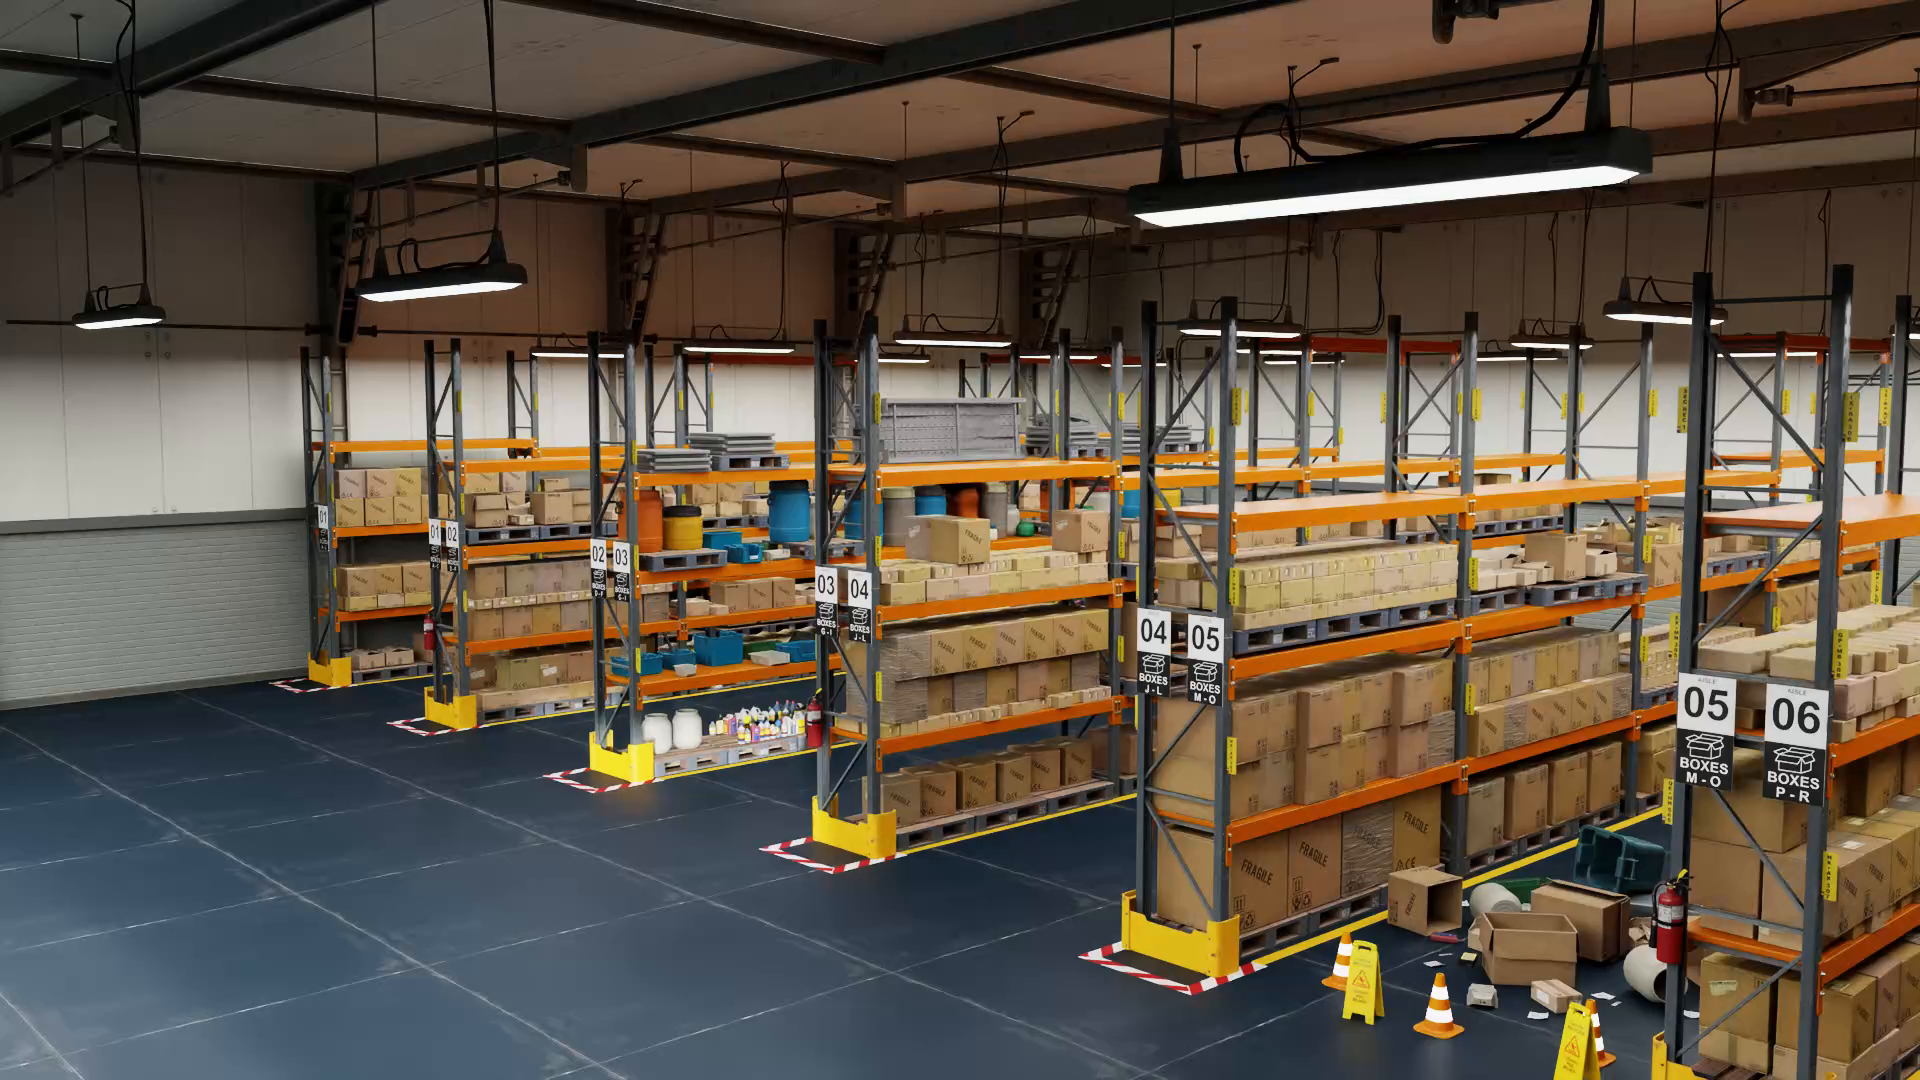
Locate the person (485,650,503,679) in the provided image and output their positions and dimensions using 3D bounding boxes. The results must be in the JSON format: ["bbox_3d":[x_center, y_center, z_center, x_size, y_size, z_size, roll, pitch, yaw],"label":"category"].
[{"bbox_3d":[-8.008,1.825,28.504,0.667,1.707,1.000,3,6,31],"label":"person"}]
